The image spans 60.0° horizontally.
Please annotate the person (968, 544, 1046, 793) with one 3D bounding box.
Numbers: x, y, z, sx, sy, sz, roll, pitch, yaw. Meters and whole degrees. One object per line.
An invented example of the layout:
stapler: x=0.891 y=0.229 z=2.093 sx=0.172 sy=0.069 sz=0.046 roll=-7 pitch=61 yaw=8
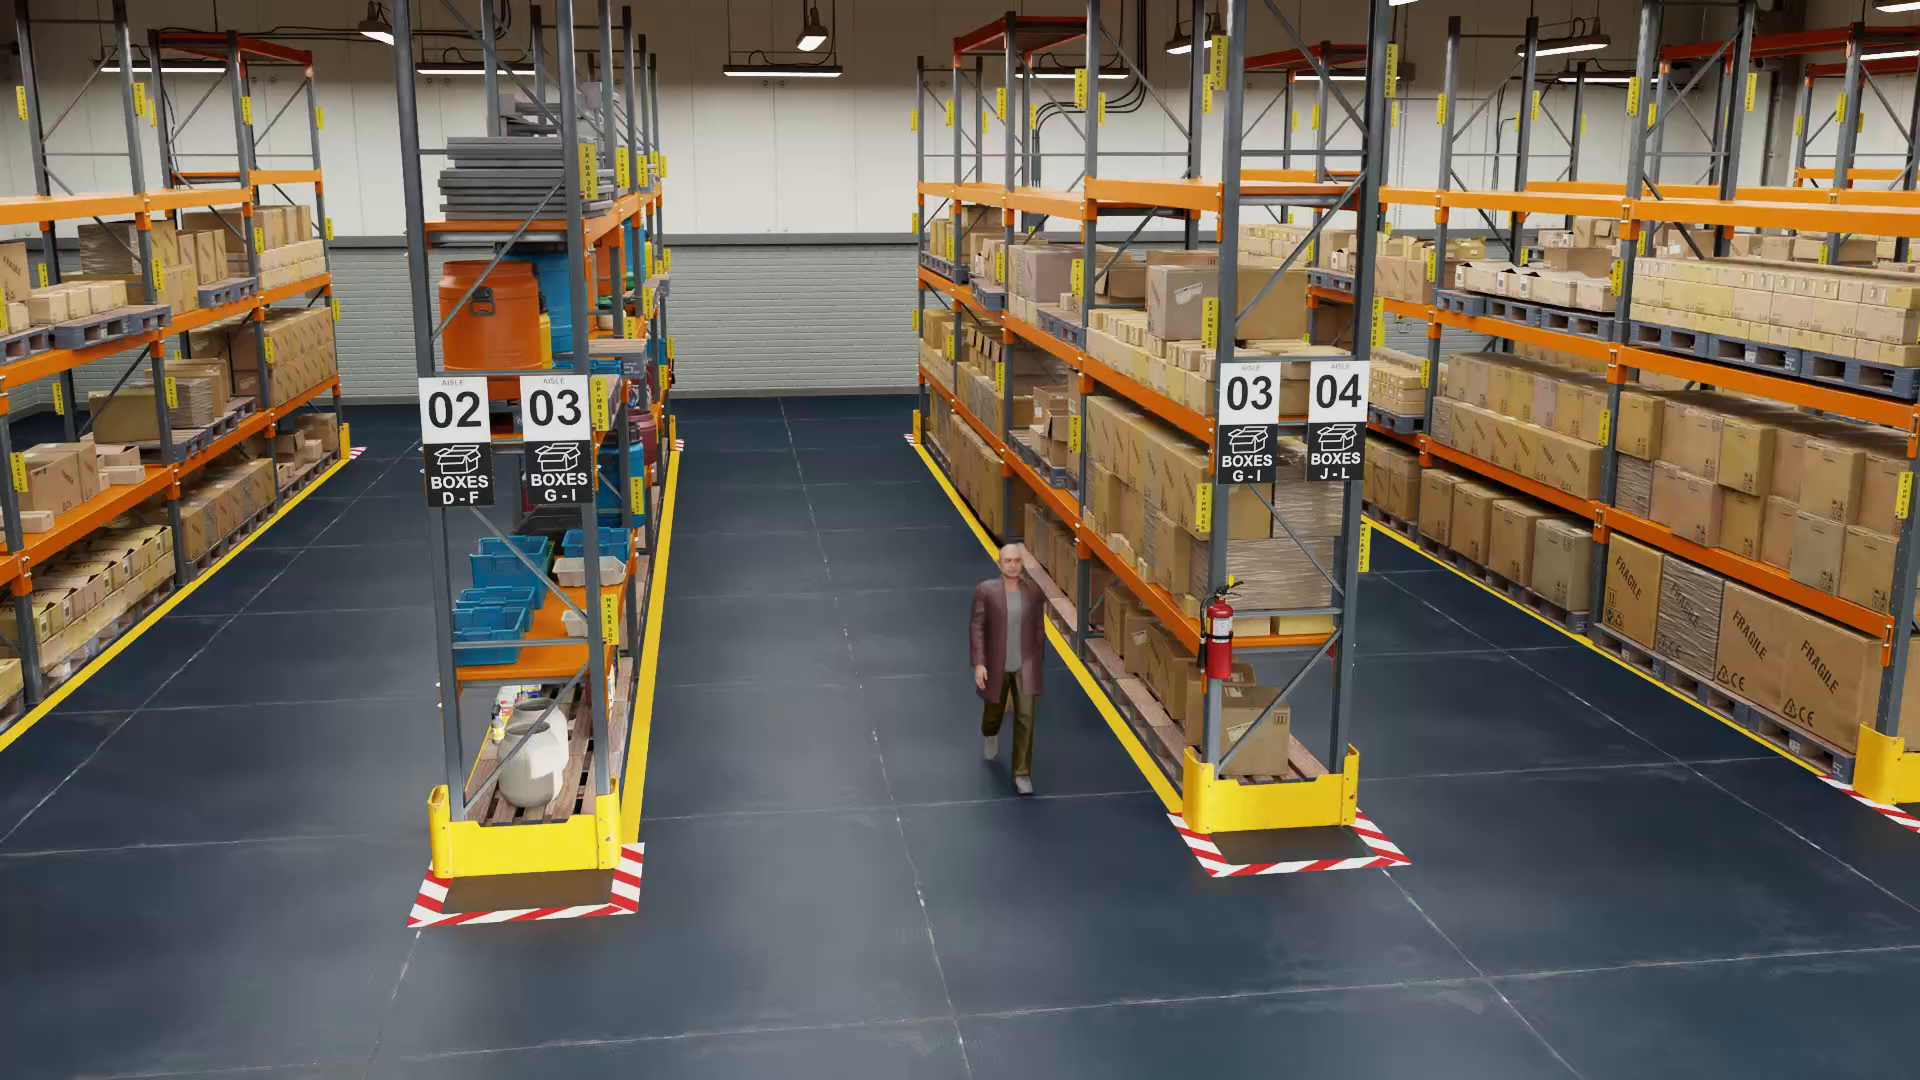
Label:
person: x=0.346 y=0.890 z=12.115 sx=0.574 sy=1.748 sz=0.919 roll=-1 pitch=13 yaw=-6
